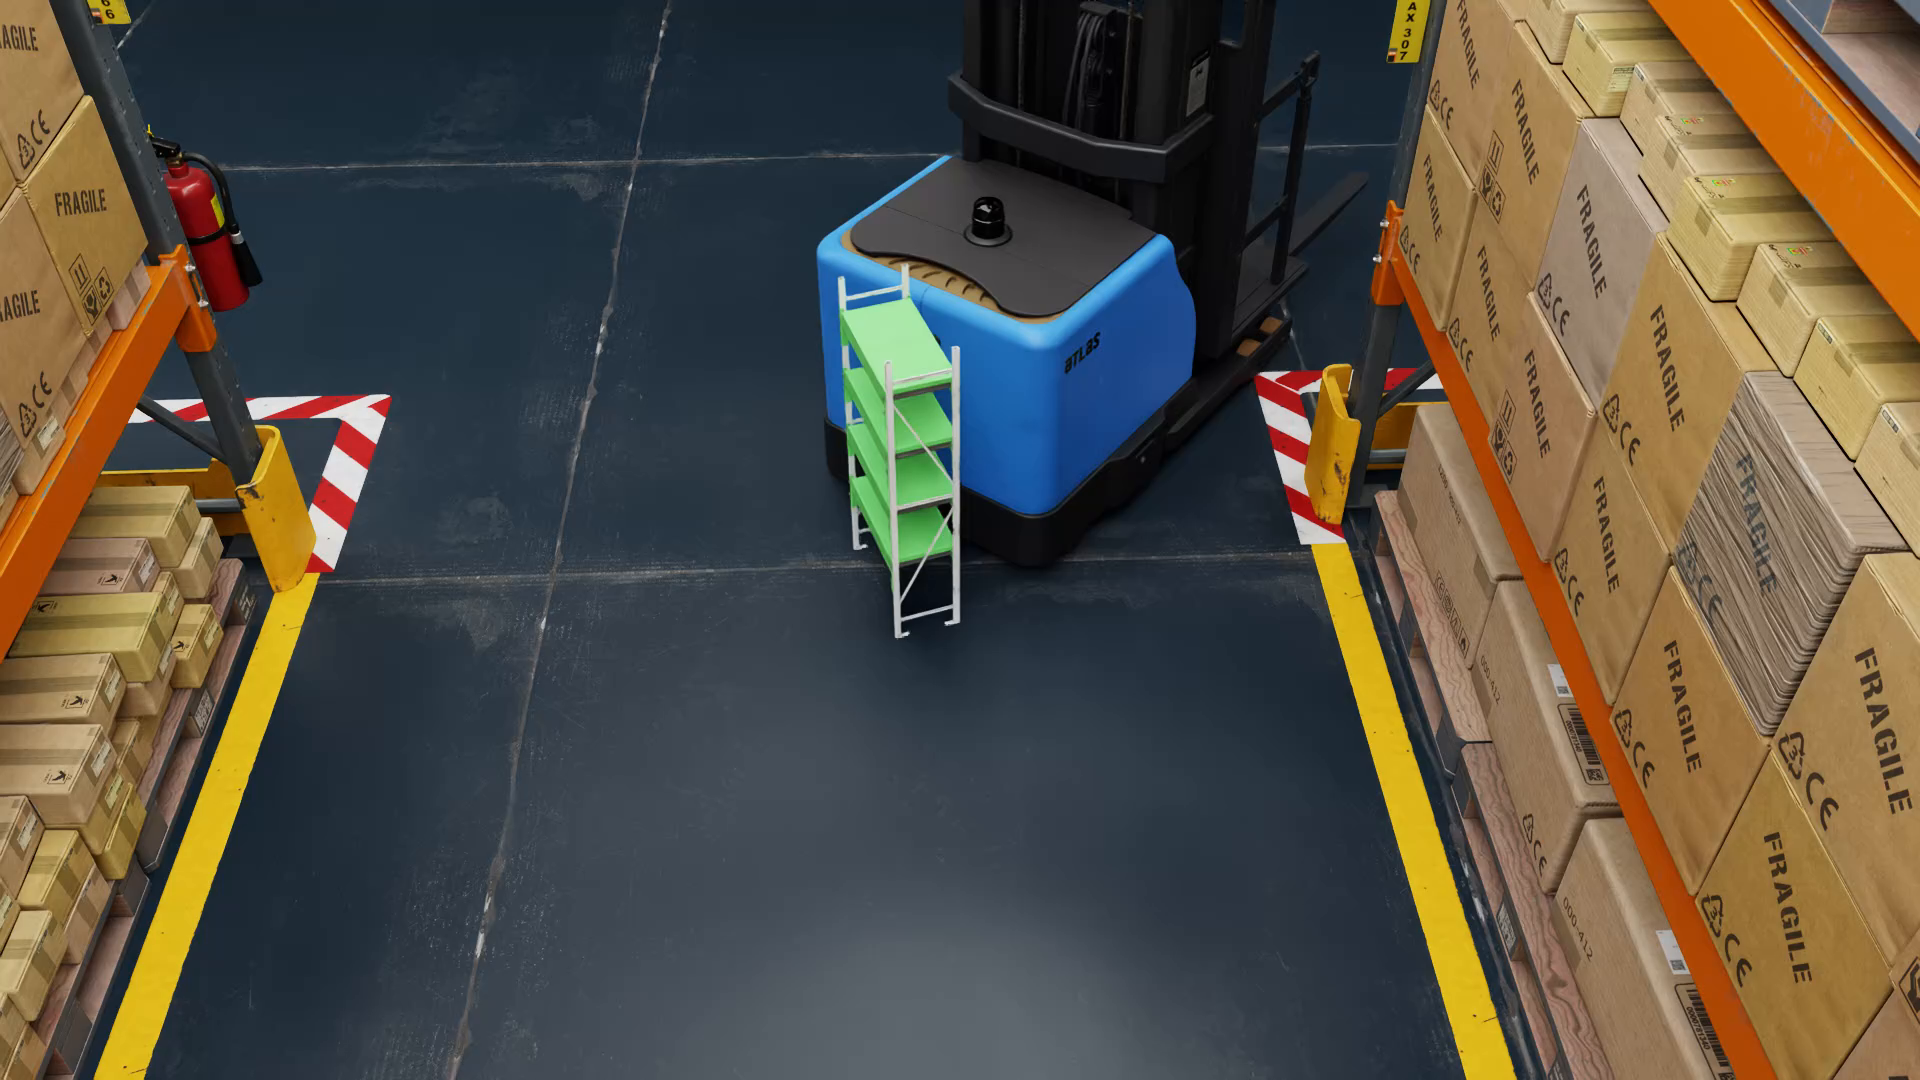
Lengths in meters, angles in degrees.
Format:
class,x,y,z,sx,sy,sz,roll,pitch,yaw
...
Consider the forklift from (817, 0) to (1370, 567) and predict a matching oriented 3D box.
class,x,y,z,sx,sy,sz,roll,pitch,yaw
forklift,0.756,-1.935,6.192,1.130,2.935,3.031,26,49,26

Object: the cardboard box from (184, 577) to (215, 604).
class,x,y,z,sx,sy,sz,roll,pitch,yaw
cardboard box,-2.772,0.177,5.636,0.380,0.149,0.250,-1,43,-1

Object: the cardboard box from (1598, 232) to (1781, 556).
class,x,y,z,sx,sy,sz,roll,pitch,yaw
cardboard box,1.755,-0.319,3.564,0.500,0.500,0.500,-1,43,-2

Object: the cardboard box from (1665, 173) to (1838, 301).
class,x,y,z,sx,sy,sz,roll,pitch,yaw
cardboard box,1.701,-0.627,3.420,0.380,0.149,0.250,-3,43,-3

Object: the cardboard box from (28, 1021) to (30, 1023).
class,x,y,z,sx,sy,sz,roll,pitch,yaw
cardboard box,-2.711,1.224,4.494,0.380,0.149,0.250,-1,43,-1

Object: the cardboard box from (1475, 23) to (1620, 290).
class,x,y,z,sx,sy,sz,roll,pitch,yaw
cardboard box,1.703,-1.003,4.310,0.500,0.500,0.500,-3,43,-3

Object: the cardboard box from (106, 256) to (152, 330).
class,x,y,z,sx,sy,sz,roll,pitch,yaw
cardboard box,-2.707,-0.764,5.049,0.380,0.149,0.250,-2,43,-2

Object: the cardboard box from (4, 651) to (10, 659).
class,x,y,z,sx,sy,sz,roll,pitch,yaw
cardboard box,-3.183,0.429,5.141,0.380,0.149,0.250,-1,43,-1

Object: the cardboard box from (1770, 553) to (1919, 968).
class,x,y,z,sx,sy,sz,roll,pitch,yaw
cardboard box,1.799,0.363,2.820,0.500,0.500,0.500,-2,43,-2

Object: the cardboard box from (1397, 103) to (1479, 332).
class,x,y,z,sx,sy,sz,roll,pitch,yaw
cardboard box,1.672,-0.983,5.028,0.500,0.500,0.500,-2,43,-2

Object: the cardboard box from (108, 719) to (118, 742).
class,x,y,z,sx,sy,sz,roll,pitch,yaw
cardboard box,-2.763,0.602,4.953,0.380,0.149,0.250,-2,43,-2

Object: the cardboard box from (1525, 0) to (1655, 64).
class,x,y,z,sx,sy,sz,roll,pitch,yaw
cardboard box,1.656,-1.322,4.178,0.380,0.149,0.250,0,43,0

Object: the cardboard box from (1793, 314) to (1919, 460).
class,x,y,z,sx,sy,sz,roll,pitch,yaw
cardboard box,1.786,-0.286,3.048,0.380,0.149,0.250,-2,43,-3

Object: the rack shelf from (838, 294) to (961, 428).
class,x,y,z,sx,sy,sz,roll,pitch,yaw
rack shelf,-0.200,-0.586,5.385,0.258,0.148,0.480,-14,44,-15

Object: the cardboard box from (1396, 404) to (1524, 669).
class,x,y,z,sx,sy,sz,roll,pitch,yaw
cardboard box,2.066,-0.046,5.666,0.875,0.438,0.875,-3,43,-3

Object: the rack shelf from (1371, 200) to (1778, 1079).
class,x,y,z,sx,sy,sz,roll,pitch,yaw
rack shelf,2.023,0.337,4.195,1.077,0.370,4.000,-2,43,-2

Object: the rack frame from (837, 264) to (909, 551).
class,x,y,z,sx,sy,sz,roll,pitch,yaw
rack frame,-0.284,-0.434,5.835,0.240,1.200,0.015,-14,44,-15

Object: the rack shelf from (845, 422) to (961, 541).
class,x,y,z,sx,sy,sz,roll,pitch,yaw
rack shelf,-0.200,-0.232,5.710,0.258,0.148,0.480,-14,44,-15

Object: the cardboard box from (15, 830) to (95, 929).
class,x,y,z,sx,sy,sz,roll,pitch,yaw
cardboard box,-2.644,0.940,4.583,0.380,0.149,0.250,0,43,0

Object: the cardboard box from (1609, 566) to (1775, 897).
class,x,y,z,sx,sy,sz,roll,pitch,yaw
cardboard box,1.770,0.393,3.527,0.500,0.500,0.500,-2,43,-2

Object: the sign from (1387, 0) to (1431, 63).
class,x,y,z,sx,sy,sz,roll,pitch,yaw
sign,1.384,-1.615,5.093,0.100,0.325,0.005,-2,43,-2

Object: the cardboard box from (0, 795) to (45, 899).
class,x,y,z,sx,sy,sz,roll,pitch,yaw
cardboard box,-2.721,0.839,4.474,0.380,0.149,0.250,-3,43,-3

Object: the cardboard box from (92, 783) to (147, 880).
class,x,y,z,sx,sy,sz,roll,pitch,yaw
cardboard box,-2.638,0.866,4.885,0.380,0.149,0.250,-3,43,-4

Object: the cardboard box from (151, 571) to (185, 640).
class,x,y,z,sx,sy,sz,roll,pitch,yaw
cardboard box,-2.738,0.244,5.342,0.380,0.149,0.250,-3,43,-3

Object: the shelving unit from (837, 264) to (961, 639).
class,x,y,z,sx,sy,sz,roll,pitch,yaw
shelving unit,-0.200,-0.279,5.666,0.258,1.200,0.503,-14,44,-15

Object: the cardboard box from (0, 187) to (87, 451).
class,x,y,z,sx,sy,sz,roll,pitch,yaw
cardboard box,-2.710,-0.571,4.359,0.500,0.500,0.500,-2,43,-2

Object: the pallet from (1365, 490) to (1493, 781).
class,x,y,z,sx,sy,sz,roll,pitch,yaw
pallet,2.051,0.287,5.781,1.003,0.211,1.213,-2,43,-2

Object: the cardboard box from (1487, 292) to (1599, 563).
class,x,y,z,sx,sy,sz,roll,pitch,yaw
cardboard box,1.725,-0.298,4.282,0.500,0.500,0.500,-2,43,-2

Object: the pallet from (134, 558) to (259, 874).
class,x,y,z,sx,sy,sz,roll,pitch,yaw
pallet,-3.000,0.561,5.482,1.003,0.211,1.213,-2,43,-2

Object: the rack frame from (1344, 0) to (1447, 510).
class,x,y,z,sx,sy,sz,roll,pitch,yaw
rack frame,1.938,-1.278,5.425,1.000,3.000,0.127,-2,43,-2

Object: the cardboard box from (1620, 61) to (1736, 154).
class,x,y,z,sx,sy,sz,roll,pitch,yaw
cardboard box,1.749,-0.969,3.793,0.380,0.149,0.250,-1,43,-1

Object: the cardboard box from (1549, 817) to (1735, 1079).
class,x,y,z,sx,sy,sz,roll,pitch,yaw
cardboard box,2.150,1.180,4.328,0.875,0.438,0.875,-3,43,-3

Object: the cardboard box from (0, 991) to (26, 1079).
class,x,y,z,sx,sy,sz,roll,pitch,yaw
cardboard box,-2.620,1.292,4.199,0.380,0.149,0.250,-2,43,-2

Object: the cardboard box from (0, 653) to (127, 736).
class,x,y,z,sx,sy,sz,roll,pitch,yaw
cardboard box,-2.688,0.478,4.867,0.380,0.149,0.250,-3,43,-4

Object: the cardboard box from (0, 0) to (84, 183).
class,x,y,z,sx,sy,sz,roll,pitch,yaw
cardboard box,-2.735,-1.281,4.394,0.500,0.500,0.500,-2,43,-3

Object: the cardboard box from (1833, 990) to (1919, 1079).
class,x,y,z,sx,sy,sz,roll,pitch,yaw
cardboard box,1.833,1.079,2.779,0.500,0.500,0.500,-1,43,-1

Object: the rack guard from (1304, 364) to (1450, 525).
class,x,y,z,sx,sy,sz,roll,pitch,yaw
rack guard,1.937,-0.373,6.287,1.175,0.500,0.348,-2,43,-2

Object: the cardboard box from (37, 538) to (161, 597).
class,x,y,z,sx,sy,sz,roll,pitch,yaw
cardboard box,-2.774,0.130,5.247,0.380,0.149,0.250,-1,43,-1

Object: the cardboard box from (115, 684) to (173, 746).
class,x,y,z,sx,sy,sz,roll,pitch,yaw
cardboard box,-2.735,0.529,5.252,0.380,0.149,0.250,-2,43,-2

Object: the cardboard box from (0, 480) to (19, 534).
class,x,y,z,sx,sy,sz,roll,pitch,yaw
cardboard box,-2.692,-0.075,4.298,0.380,0.149,0.250,-3,43,-4

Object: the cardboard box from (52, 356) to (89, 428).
class,x,y,z,sx,sy,sz,roll,pitch,yaw
cardboard box,-2.708,-0.426,4.680,0.380,0.149,0.250,-2,43,-2
